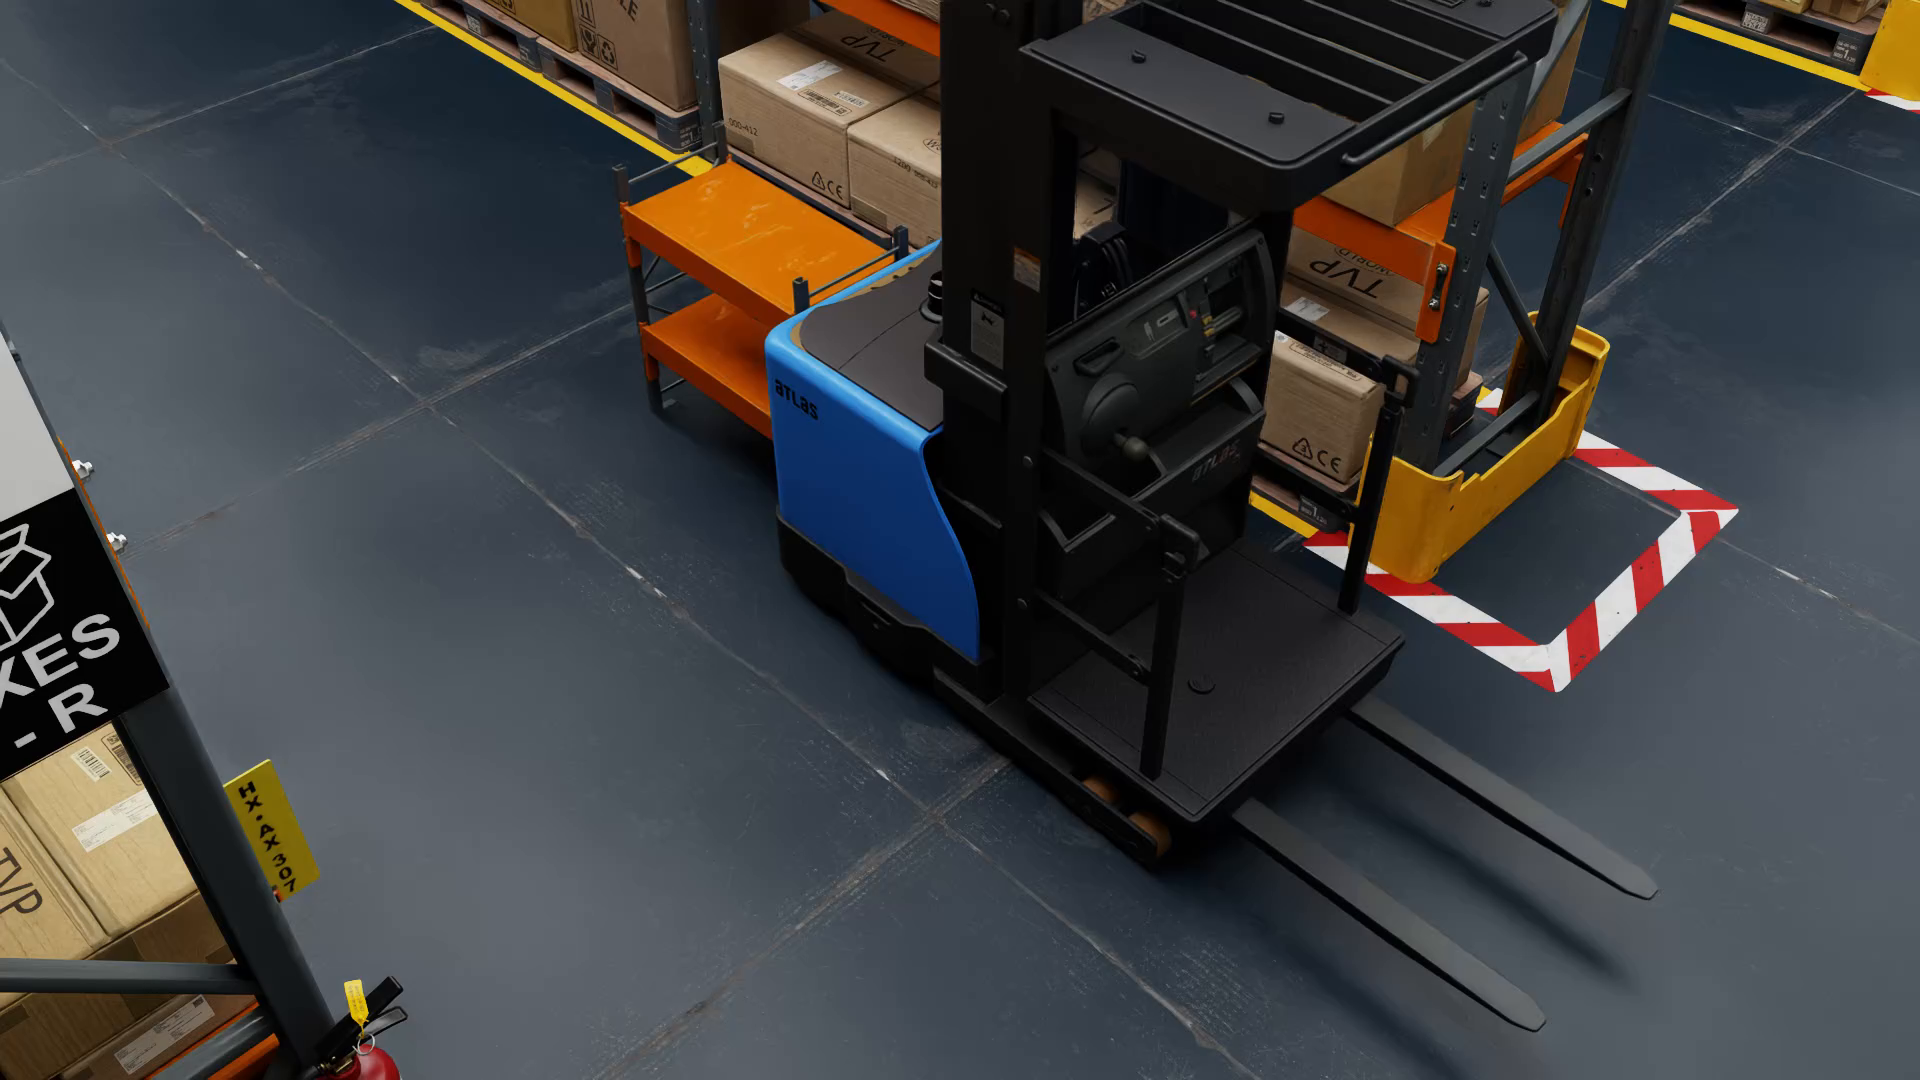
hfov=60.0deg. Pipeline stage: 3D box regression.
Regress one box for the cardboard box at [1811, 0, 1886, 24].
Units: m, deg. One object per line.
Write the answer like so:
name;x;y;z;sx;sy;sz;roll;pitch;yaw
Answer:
cardboard box;4.857;-2.976;9.052;0.380;0.149;0.250;-33;52;-31

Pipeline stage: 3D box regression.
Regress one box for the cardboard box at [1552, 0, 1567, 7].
cardboard box;1.806;-2.066;5.465;0.500;0.500;0.500;33;52;31

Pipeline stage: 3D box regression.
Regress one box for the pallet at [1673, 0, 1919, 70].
pallet;4.774;-3.136;9.488;1.003;0.211;1.213;-34;53;-31

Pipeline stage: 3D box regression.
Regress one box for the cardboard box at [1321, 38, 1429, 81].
cardboard box;1.434;-1.816;5.195;0.500;0.500;0.500;-32;52;-30

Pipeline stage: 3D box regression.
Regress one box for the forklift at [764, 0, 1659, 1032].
forklift;0.734;-0.477;4.606;1.130;2.935;3.031;-34;52;-31

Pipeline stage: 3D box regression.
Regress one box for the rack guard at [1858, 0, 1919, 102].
rack guard;5.323;-2.834;8.949;1.175;0.500;0.348;-34;53;-31

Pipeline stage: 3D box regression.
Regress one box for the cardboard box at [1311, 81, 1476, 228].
cardboard box;1.415;-1.437;5.521;0.500;0.500;0.500;-34;52;-31

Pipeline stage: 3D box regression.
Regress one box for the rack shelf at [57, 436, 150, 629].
rack shelf;-2.981;-0.713;3.131;1.077;0.370;4.000;-34;53;-31

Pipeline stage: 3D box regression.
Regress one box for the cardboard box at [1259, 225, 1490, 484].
cardboard box;1.406;-0.777;6.459;0.875;0.438;0.875;32;52;30

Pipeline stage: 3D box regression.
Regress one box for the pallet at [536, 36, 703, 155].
pallet;-1.480;-2.527;8.830;1.003;0.211;1.213;-34;53;-31

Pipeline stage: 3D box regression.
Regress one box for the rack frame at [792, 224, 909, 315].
rack frame;-0.369;-0.561;6.028;0.500;1.125;0.032;-34;52;-31

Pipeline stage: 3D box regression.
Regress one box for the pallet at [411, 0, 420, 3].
pallet;-3.203;-3.700;10.098;1.003;0.211;1.213;-34;53;-31

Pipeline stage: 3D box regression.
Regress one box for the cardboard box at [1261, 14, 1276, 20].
cardboard box;1.044;-2.053;5.452;0.500;0.500;0.500;-34;52;-31

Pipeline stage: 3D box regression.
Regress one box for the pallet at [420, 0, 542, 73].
pallet;-2.346;-3.114;9.464;1.003;0.211;1.213;-34;53;-31

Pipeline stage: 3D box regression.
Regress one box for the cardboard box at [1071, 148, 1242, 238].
cardboard box;0.754;-1.213;6.931;0.875;0.438;0.875;-33;52;-30

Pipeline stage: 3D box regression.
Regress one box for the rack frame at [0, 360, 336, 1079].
rack frame;-1.569;1.086;2.865;1.000;3.000;0.127;-34;53;-31

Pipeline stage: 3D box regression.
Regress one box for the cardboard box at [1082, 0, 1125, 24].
cardboard box;0.701;-1.927;6.052;0.500;0.500;0.500;-33;52;-30

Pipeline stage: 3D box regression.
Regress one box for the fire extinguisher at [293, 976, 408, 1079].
fire extinguisher;-1.137;1.100;3.181;0.296;0.674;0.183;-34;53;-31

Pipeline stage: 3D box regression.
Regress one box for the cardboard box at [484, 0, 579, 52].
cardboard box;-2.020;-3.281;8.846;0.875;0.875;0.875;-33;52;-30

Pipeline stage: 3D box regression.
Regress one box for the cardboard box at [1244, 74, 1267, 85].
cardboard box;1.071;-1.685;5.789;0.500;0.500;0.500;33;52;31

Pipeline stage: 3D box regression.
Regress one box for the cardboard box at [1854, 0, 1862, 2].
cardboard box;4.802;-3.049;8.912;0.250;0.149;0.380;33;52;30

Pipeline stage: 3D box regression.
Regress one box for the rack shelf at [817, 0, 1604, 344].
rack shelf;0.531;-1.992;6.725;1.077;0.370;4.000;-34;53;-31

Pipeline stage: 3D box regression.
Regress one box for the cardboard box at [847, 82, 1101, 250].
cardboard box;0.118;-1.647;7.401;0.875;0.438;0.875;33;52;30

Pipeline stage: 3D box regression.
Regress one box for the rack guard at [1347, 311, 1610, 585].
rack guard;1.960;-0.365;6.277;1.175;0.500;0.348;-34;53;-31

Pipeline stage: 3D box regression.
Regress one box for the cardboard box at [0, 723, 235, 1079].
cardboard box;-1.698;0.685;3.190;0.500;0.250;0.500;-34;52;-31

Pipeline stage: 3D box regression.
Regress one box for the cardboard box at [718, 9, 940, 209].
cardboard box;-0.514;-2.077;7.866;0.875;0.438;0.875;33;52;31

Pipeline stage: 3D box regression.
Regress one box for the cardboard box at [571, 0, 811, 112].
cardboard box;-1.376;-2.850;8.381;0.875;0.875;0.875;-32;52;-30

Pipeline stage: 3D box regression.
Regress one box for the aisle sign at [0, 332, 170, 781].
aisle sign;-1.312;0.023;2.099;0.394;0.787;0.004;-34;53;-31

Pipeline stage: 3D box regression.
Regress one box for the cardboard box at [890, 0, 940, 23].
cardboard box;-0.037;-2.417;6.582;0.500;0.500;0.500;-34;52;-31

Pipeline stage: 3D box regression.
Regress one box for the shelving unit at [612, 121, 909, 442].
shelving unit;-0.724;-0.807;6.295;0.538;1.125;1.048;-34;52;-31

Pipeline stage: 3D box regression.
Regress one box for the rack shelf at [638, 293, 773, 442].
rack shelf;-0.724;-0.627;6.461;0.538;0.278;1.000;-34;52;-31

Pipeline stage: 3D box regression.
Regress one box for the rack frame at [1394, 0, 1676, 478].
rack frame;1.943;-1.295;5.441;1.000;3.000;0.127;-34;53;-31

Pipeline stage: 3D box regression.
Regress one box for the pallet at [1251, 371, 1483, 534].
pallet;1.323;-0.617;6.763;1.003;0.211;1.213;-34;53;-31

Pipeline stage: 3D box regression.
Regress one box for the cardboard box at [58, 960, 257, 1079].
cardboard box;-1.606;0.889;3.263;0.250;0.149;0.380;34;52;31

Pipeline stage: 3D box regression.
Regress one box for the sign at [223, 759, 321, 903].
sign;-1.185;0.508;2.852;0.100;0.325;0.005;-34;53;-31

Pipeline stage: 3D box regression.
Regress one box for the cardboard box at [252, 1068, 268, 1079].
cardboard box;-1.933;1.509;3.937;0.637;0.503;0.797;32;52;30

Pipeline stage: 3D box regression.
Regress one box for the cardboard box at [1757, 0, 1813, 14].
cardboard box;4.604;-3.051;9.133;0.380;0.149;0.250;-32;52;-30

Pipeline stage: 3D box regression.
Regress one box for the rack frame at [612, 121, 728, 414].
rack frame;-1.080;-1.054;6.561;0.500;1.125;0.032;-34;52;-31

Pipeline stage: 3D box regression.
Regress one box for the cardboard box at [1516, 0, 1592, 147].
cardboard box;1.807;-1.700;5.806;0.500;0.500;0.500;34;52;31

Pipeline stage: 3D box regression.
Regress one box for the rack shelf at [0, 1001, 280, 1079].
rack shelf;-2.981;0.389;4.149;1.077;0.370;4.000;-34;53;-31

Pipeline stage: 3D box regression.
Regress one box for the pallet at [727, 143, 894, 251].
pallet;-0.400;-1.790;8.031;1.003;0.211;1.213;-34;53;-31

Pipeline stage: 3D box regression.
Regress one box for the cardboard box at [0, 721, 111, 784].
cardboard box;-2.054;0.442;3.452;0.500;0.250;0.500;-34;52;-31

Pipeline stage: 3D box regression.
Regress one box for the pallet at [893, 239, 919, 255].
pallet;0.466;-1.204;7.397;1.003;0.211;1.213;-34;53;-31

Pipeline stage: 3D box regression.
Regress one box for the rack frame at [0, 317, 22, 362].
rack frame;-1.569;-1.117;0.829;1.000;3.000;0.127;-34;53;-31

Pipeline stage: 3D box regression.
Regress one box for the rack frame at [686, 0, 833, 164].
rack frame;-0.882;-3.217;7.521;1.000;3.000;0.127;-34;53;-31

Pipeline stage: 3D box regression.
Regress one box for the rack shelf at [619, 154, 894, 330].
rack shelf;-0.724;-1.022;6.096;0.538;0.278;1.000;-34;52;-31
